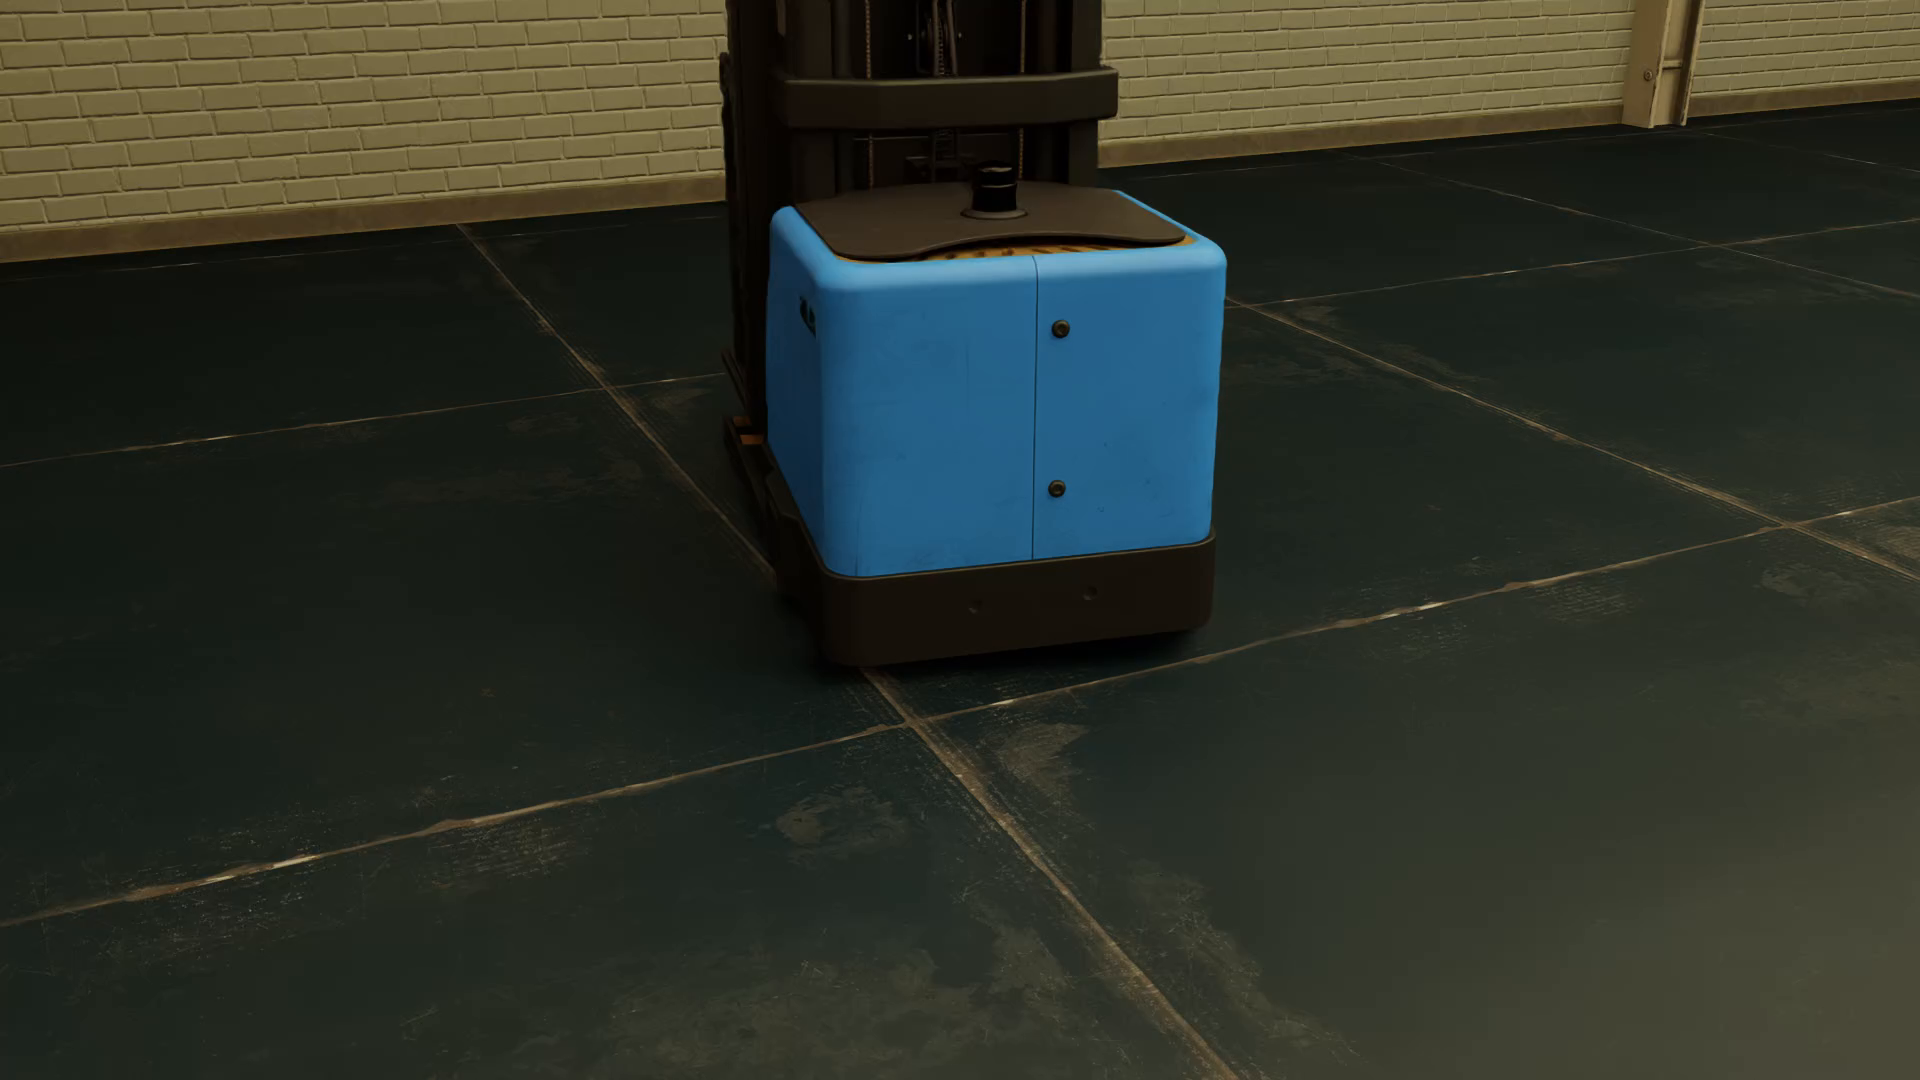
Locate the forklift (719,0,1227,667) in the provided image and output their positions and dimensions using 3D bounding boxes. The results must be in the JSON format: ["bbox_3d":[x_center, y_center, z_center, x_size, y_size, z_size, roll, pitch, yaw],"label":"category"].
[{"bbox_3d":[-0.193,-1.573,5.072,1.130,2.935,3.031,-6,23,-13],"label":"forklift"}]
